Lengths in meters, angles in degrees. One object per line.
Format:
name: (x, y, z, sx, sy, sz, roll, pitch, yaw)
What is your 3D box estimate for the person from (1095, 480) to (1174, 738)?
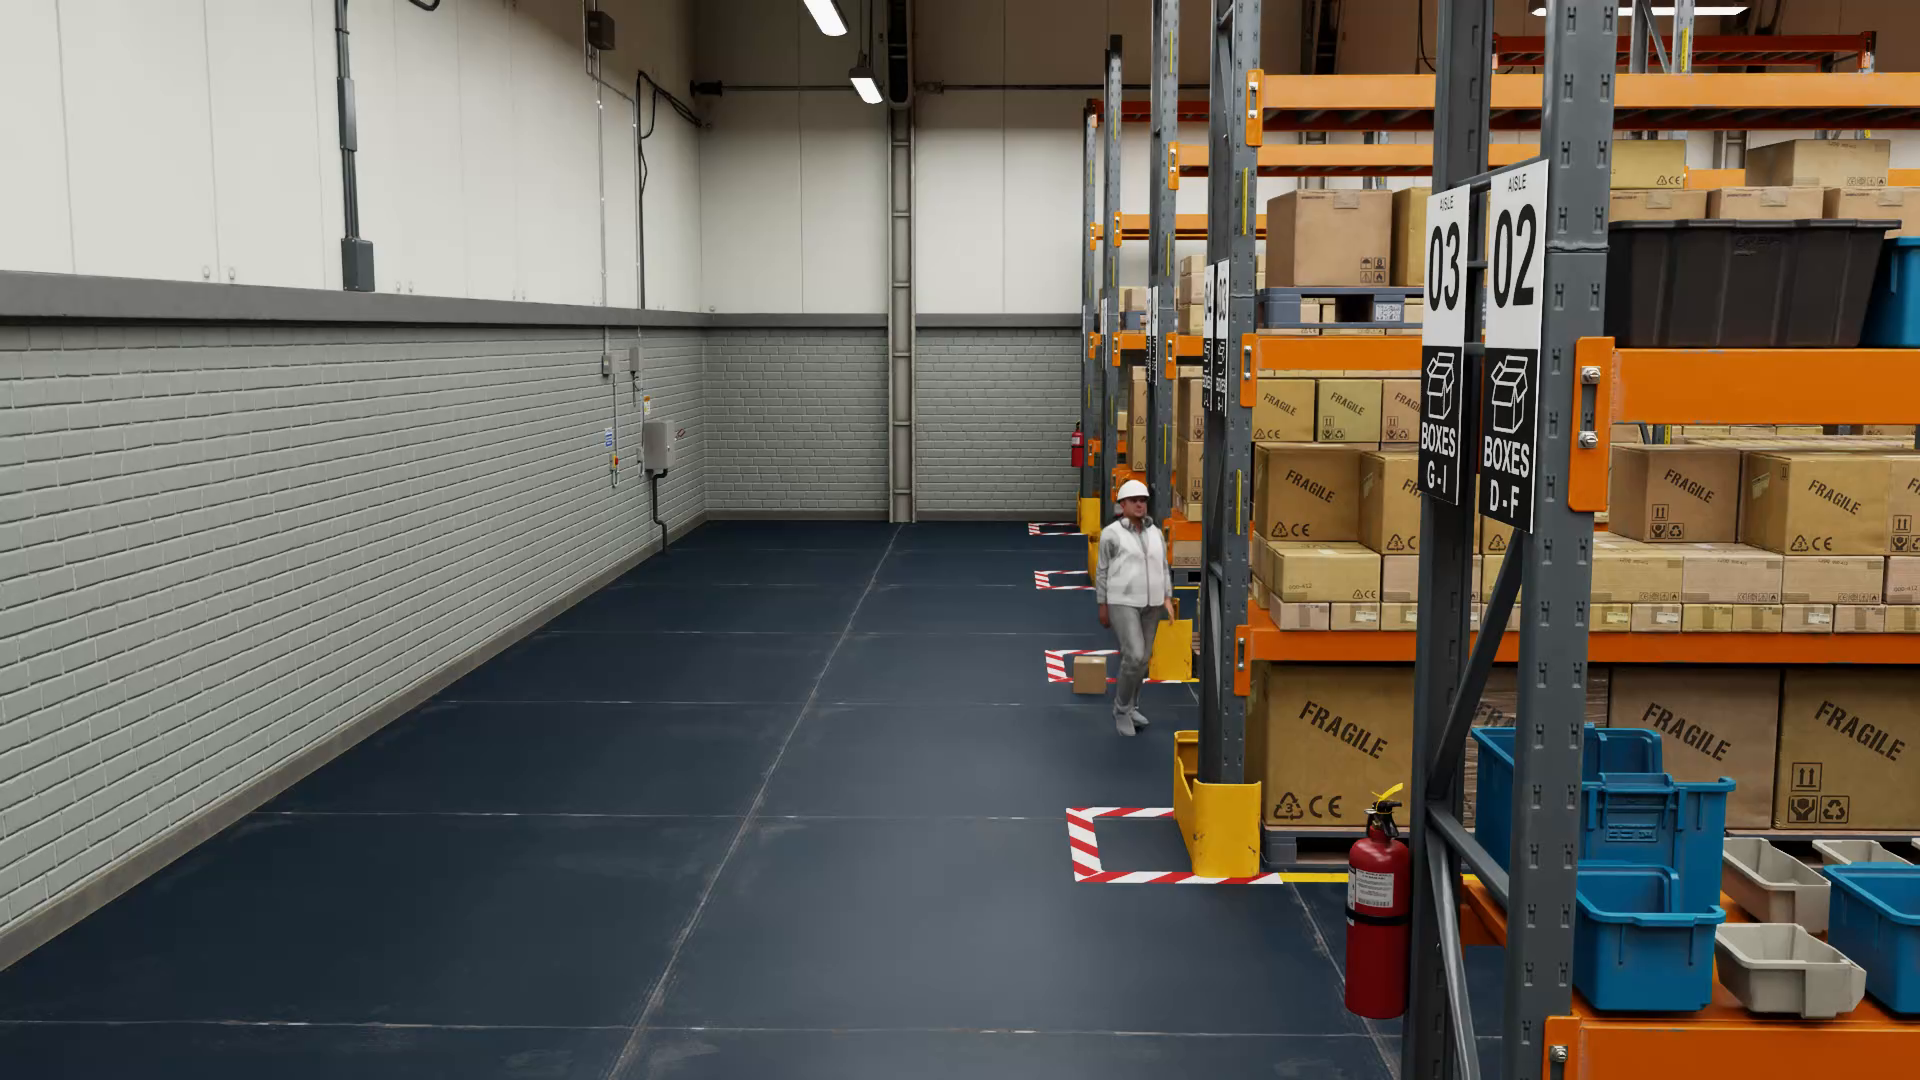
person: (1.266, 0.486, 11.819, 0.537, 1.813, 0.503, -4, 8, -28)
